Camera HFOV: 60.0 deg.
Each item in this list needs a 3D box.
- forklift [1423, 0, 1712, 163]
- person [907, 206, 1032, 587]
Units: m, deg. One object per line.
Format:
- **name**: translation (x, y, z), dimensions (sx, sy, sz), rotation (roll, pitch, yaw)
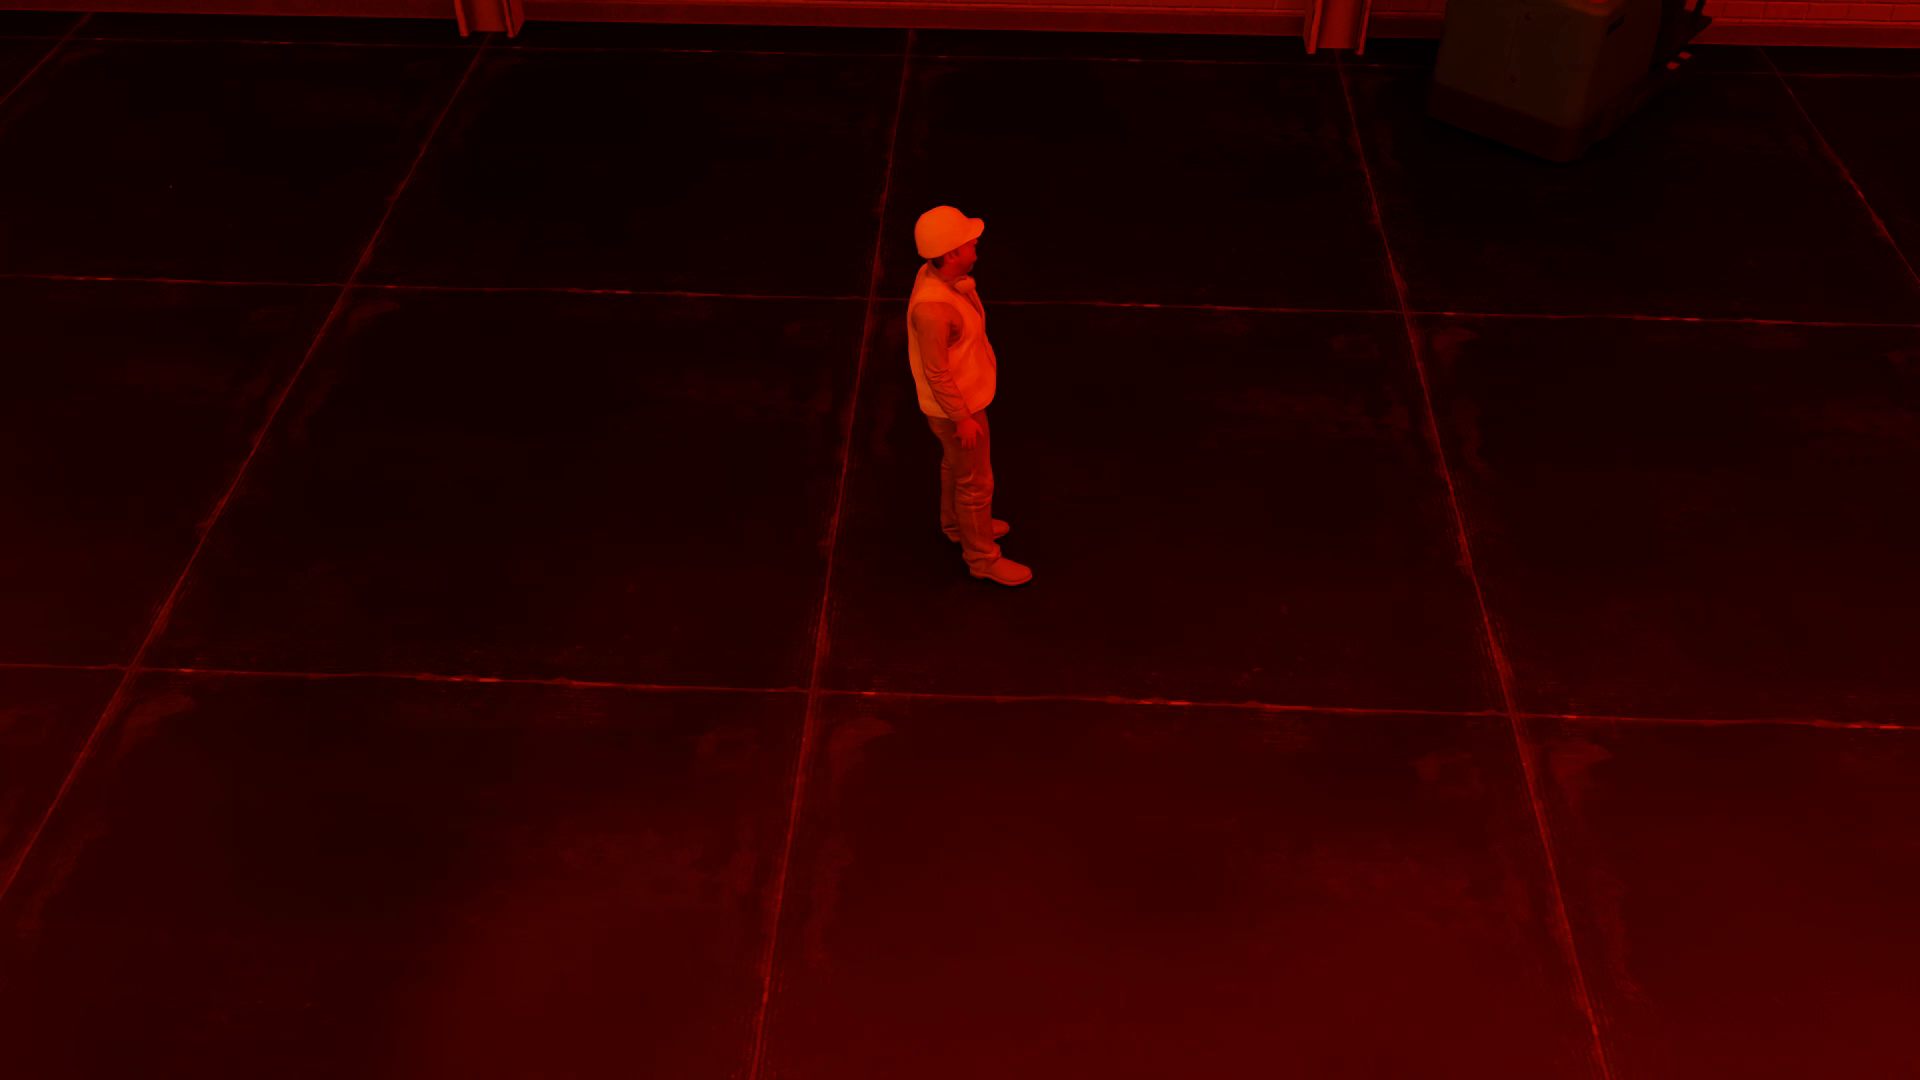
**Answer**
- **forklift**: translation (4.381, -4.356, 10.514), dimensions (1.130, 2.935, 3.031), rotation (31, 51, 29)
- **person**: translation (0.061, -0.653, 7.305), dimensions (0.568, 1.773, 0.632), rotation (2, 42, 2)
